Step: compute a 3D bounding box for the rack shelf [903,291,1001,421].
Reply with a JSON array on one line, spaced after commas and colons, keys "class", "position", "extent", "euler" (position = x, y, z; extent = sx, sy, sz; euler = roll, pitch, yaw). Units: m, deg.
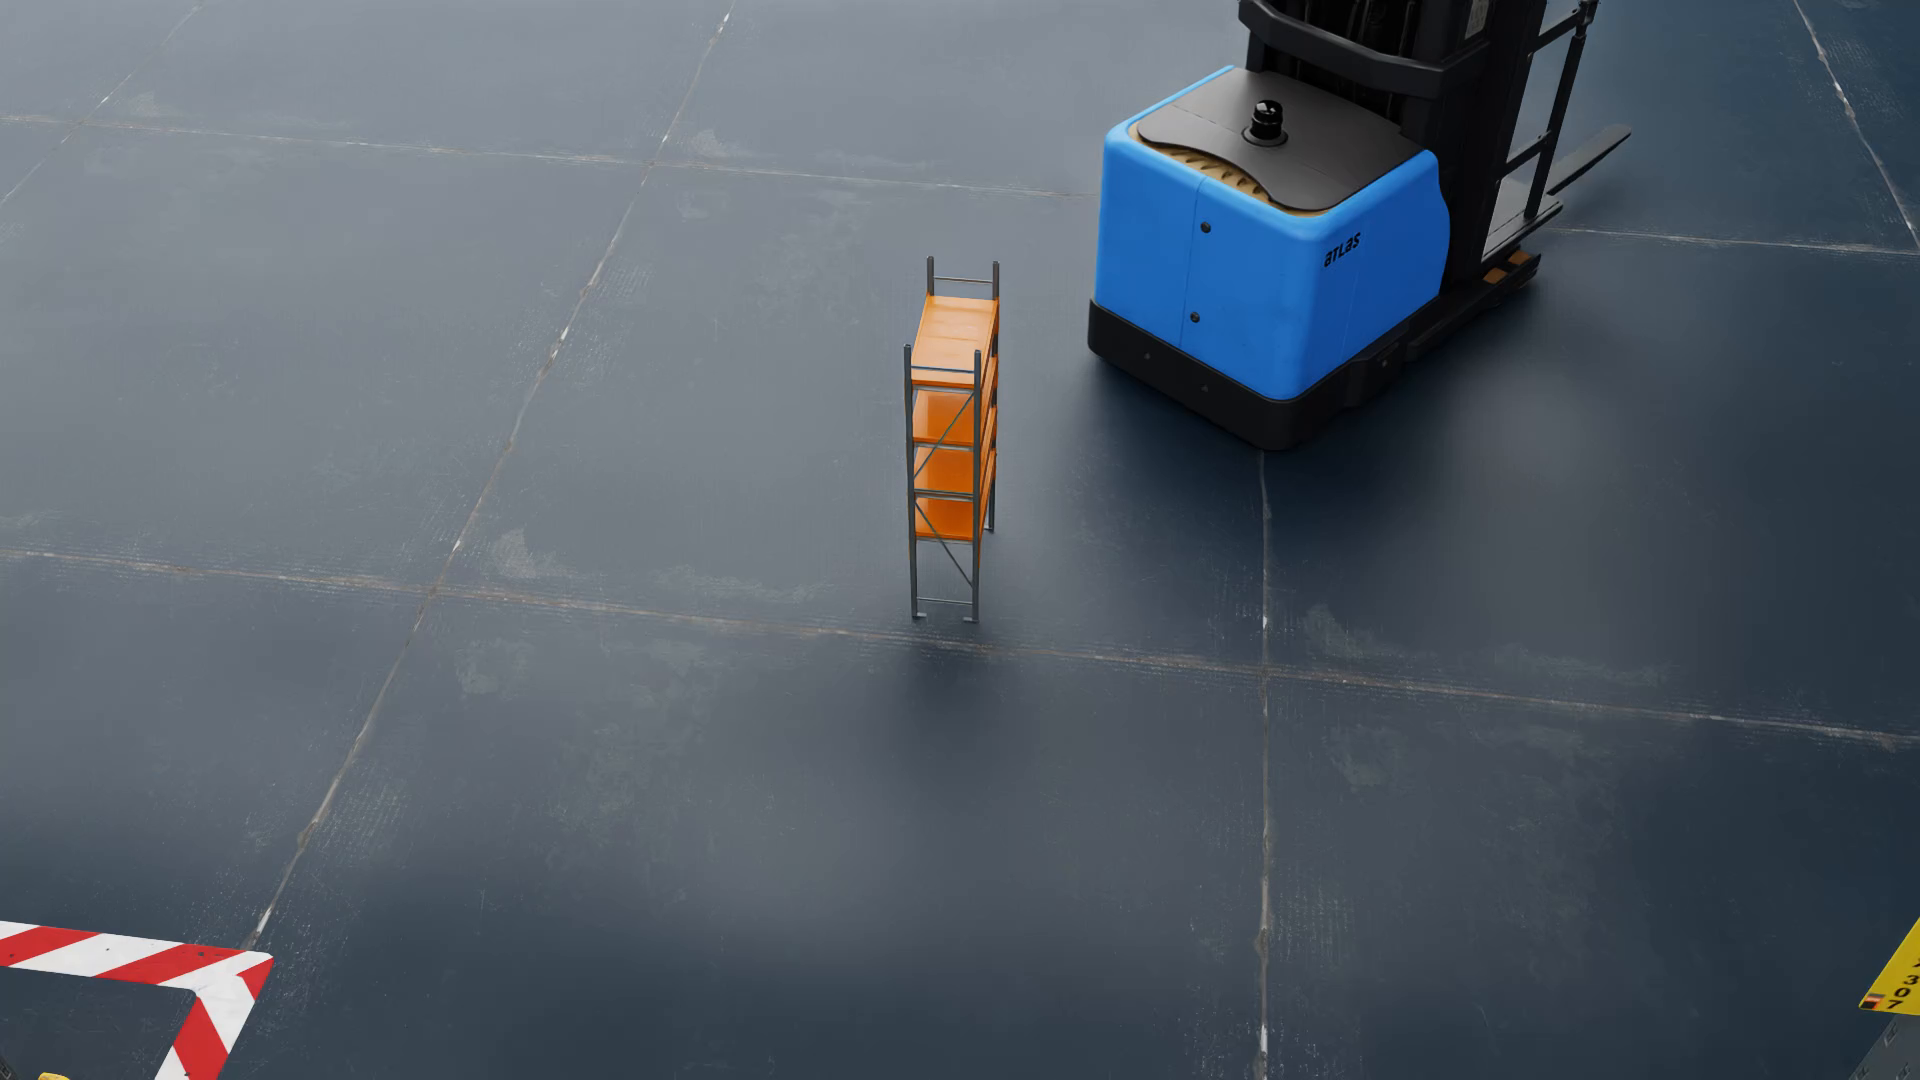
[{"class": "rack shelf", "position": [-0.022, -0.608, 5.448], "extent": [0.258, 0.148, 0.480], "euler": [5, 44, 6]}]

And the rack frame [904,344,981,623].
[{"class": "rack frame", "position": [-0.054, -0.157, 5.543], "extent": [0.240, 1.200, 0.015], "euler": [5, 44, 6]}]

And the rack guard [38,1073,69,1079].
[{"class": "rack guard", "position": [-2.767, 1.579, 4.219], "extent": [1.175, 0.500, 0.348], "euler": [5, 44, 6]}]

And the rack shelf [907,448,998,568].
[{"class": "rack shelf", "position": [-0.022, -0.130, 5.901], "extent": [0.258, 0.148, 0.480], "euler": [5, 44, 6]}]

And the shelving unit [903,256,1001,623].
[{"class": "shelving unit", "position": [-0.022, -0.323, 5.718], "extent": [0.258, 1.200, 0.503], "euler": [5, 44, 6]}]

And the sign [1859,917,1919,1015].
[{"class": "sign", "position": [1.556, 0.671, 2.673], "extent": [0.100, 0.325, 0.005], "euler": [5, 44, 6]}]

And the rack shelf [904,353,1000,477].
[{"class": "rack shelf", "position": [-0.022, -0.436, 5.611], "extent": [0.258, 0.148, 0.480], "euler": [5, 44, 6]}]

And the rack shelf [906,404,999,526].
[{"class": "rack shelf", "position": [-0.022, -0.274, 5.765], "extent": [0.258, 0.148, 0.480], "euler": [5, 44, 6]}]

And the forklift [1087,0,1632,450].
[{"class": "forklift", "position": [1.937, -2.321, 6.570], "extent": [3.031, 2.935, 1.130], "euler": [-34, 53, -31]}]

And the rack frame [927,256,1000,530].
[{"class": "rack frame", "position": [0.010, -0.489, 5.894], "extent": [0.240, 1.200, 0.015], "euler": [5, 44, 6]}]
